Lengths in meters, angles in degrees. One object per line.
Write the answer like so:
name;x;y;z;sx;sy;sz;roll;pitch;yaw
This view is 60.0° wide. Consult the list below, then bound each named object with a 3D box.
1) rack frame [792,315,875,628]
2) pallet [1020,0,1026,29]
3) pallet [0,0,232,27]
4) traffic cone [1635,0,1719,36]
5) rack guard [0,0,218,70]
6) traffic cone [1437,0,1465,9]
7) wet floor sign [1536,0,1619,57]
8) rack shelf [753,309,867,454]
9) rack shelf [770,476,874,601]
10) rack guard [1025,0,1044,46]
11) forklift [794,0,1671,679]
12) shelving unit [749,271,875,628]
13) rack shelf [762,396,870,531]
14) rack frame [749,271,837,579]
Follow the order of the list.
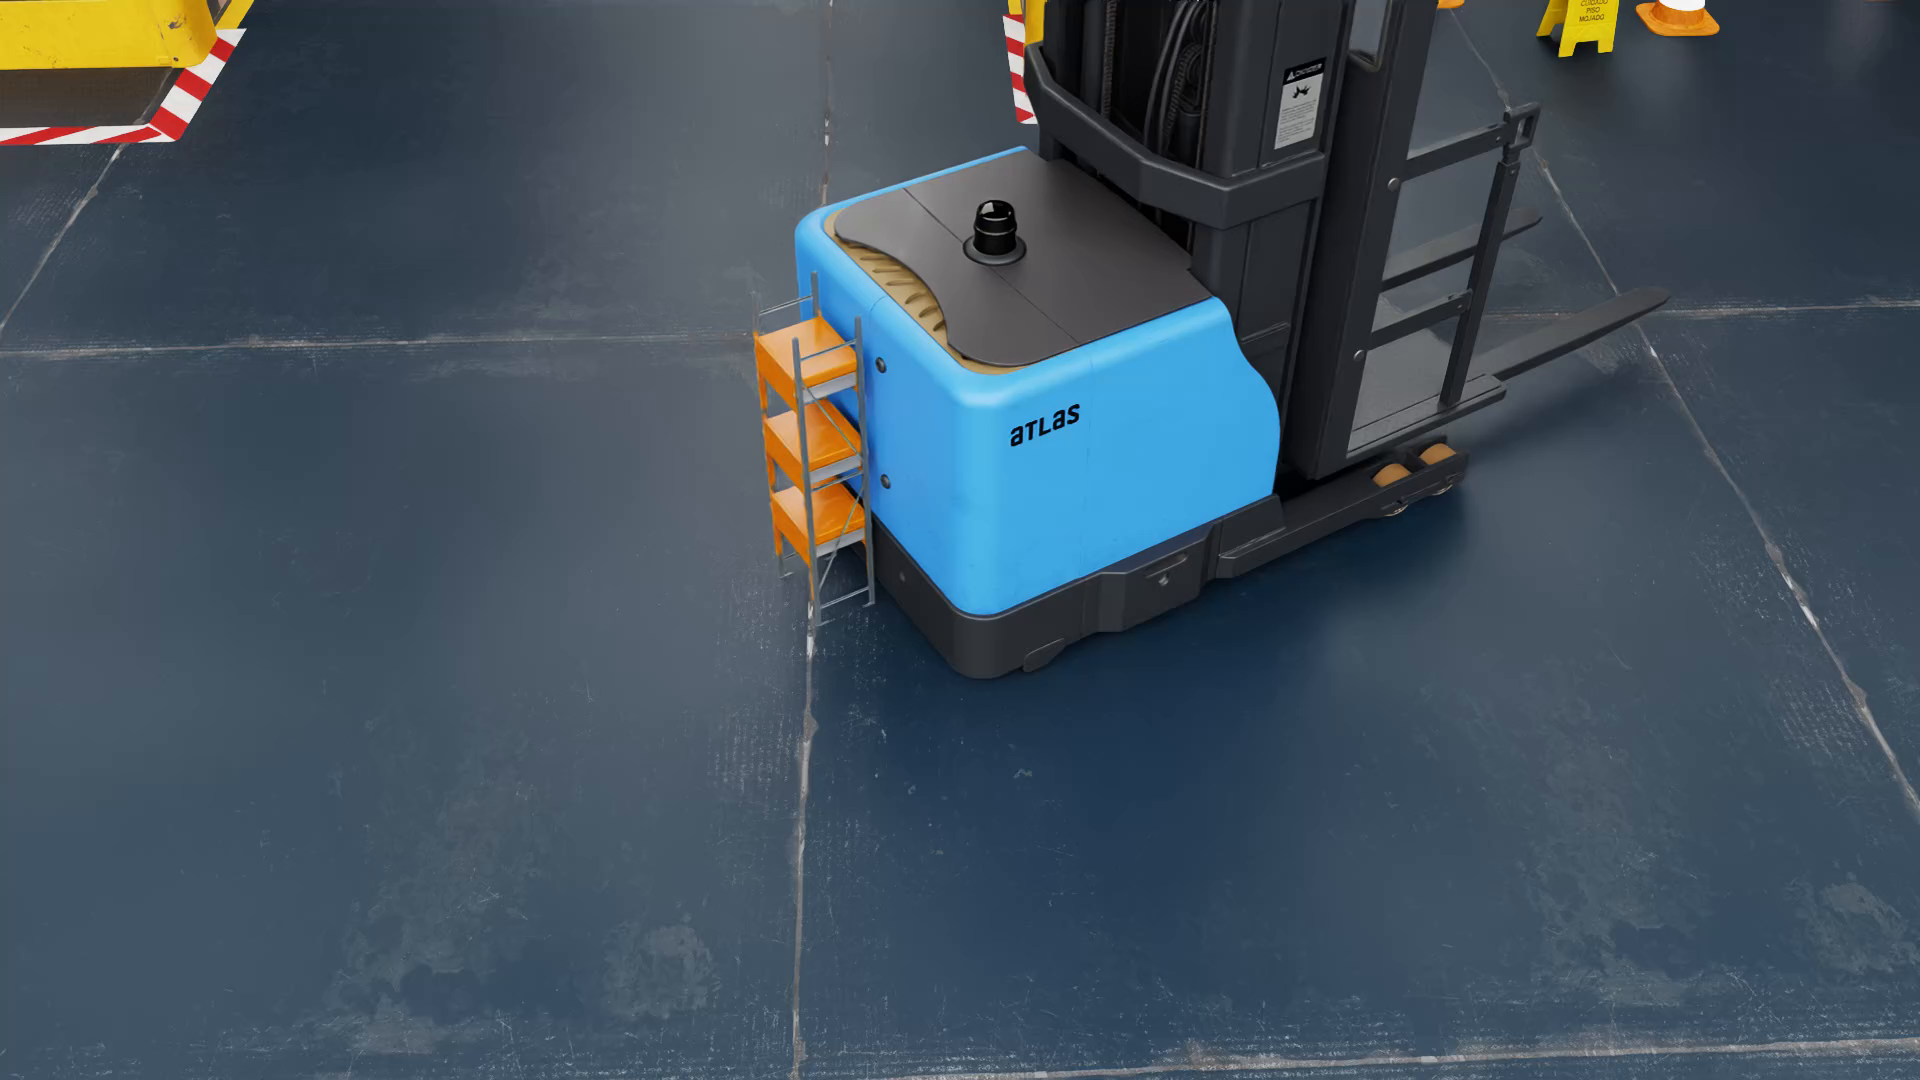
rack frame;-0.344;-0.162;4.649;0.200;1.050;0.008;-22;47;-23
pallet;0.781;-2.902;8.260;1.003;0.211;1.213;-2;43;-2
pallet;-4.069;-2.891;8.248;1.003;0.211;1.213;-2;43;-2
traffic cone;3.432;-2.660;7.809;0.336;0.463;0.334;-2;43;-2
rack guard;-4.070;-2.448;7.551;1.175;0.500;0.348;-2;43;-2
traffic cone;2.289;-2.857;8.024;0.336;0.463;0.334;-2;43;-2
wet floor sign;2.872;-2.562;7.567;0.267;0.644;0.232;-8;43;-9
rack shelf;-0.408;-0.433;4.541;0.215;0.259;0.240;-22;47;-23
rack shelf;-0.408;-0.019;4.921;0.215;0.259;0.240;-22;47;-23
rack guard;0.894;-2.455;7.558;1.175;0.500;0.348;-2;43;-2
forklift;1.046;-1.441;4.653;3.031;2.935;1.130;-22;47;-23
shelving unit;-0.408;-0.232;4.726;0.215;1.050;0.252;-22;47;-23
rack shelf;-0.408;-0.224;4.733;0.215;0.259;0.240;-22;47;-23
rack frame;-0.472;-0.302;4.803;0.200;1.050;0.008;-22;47;-23
